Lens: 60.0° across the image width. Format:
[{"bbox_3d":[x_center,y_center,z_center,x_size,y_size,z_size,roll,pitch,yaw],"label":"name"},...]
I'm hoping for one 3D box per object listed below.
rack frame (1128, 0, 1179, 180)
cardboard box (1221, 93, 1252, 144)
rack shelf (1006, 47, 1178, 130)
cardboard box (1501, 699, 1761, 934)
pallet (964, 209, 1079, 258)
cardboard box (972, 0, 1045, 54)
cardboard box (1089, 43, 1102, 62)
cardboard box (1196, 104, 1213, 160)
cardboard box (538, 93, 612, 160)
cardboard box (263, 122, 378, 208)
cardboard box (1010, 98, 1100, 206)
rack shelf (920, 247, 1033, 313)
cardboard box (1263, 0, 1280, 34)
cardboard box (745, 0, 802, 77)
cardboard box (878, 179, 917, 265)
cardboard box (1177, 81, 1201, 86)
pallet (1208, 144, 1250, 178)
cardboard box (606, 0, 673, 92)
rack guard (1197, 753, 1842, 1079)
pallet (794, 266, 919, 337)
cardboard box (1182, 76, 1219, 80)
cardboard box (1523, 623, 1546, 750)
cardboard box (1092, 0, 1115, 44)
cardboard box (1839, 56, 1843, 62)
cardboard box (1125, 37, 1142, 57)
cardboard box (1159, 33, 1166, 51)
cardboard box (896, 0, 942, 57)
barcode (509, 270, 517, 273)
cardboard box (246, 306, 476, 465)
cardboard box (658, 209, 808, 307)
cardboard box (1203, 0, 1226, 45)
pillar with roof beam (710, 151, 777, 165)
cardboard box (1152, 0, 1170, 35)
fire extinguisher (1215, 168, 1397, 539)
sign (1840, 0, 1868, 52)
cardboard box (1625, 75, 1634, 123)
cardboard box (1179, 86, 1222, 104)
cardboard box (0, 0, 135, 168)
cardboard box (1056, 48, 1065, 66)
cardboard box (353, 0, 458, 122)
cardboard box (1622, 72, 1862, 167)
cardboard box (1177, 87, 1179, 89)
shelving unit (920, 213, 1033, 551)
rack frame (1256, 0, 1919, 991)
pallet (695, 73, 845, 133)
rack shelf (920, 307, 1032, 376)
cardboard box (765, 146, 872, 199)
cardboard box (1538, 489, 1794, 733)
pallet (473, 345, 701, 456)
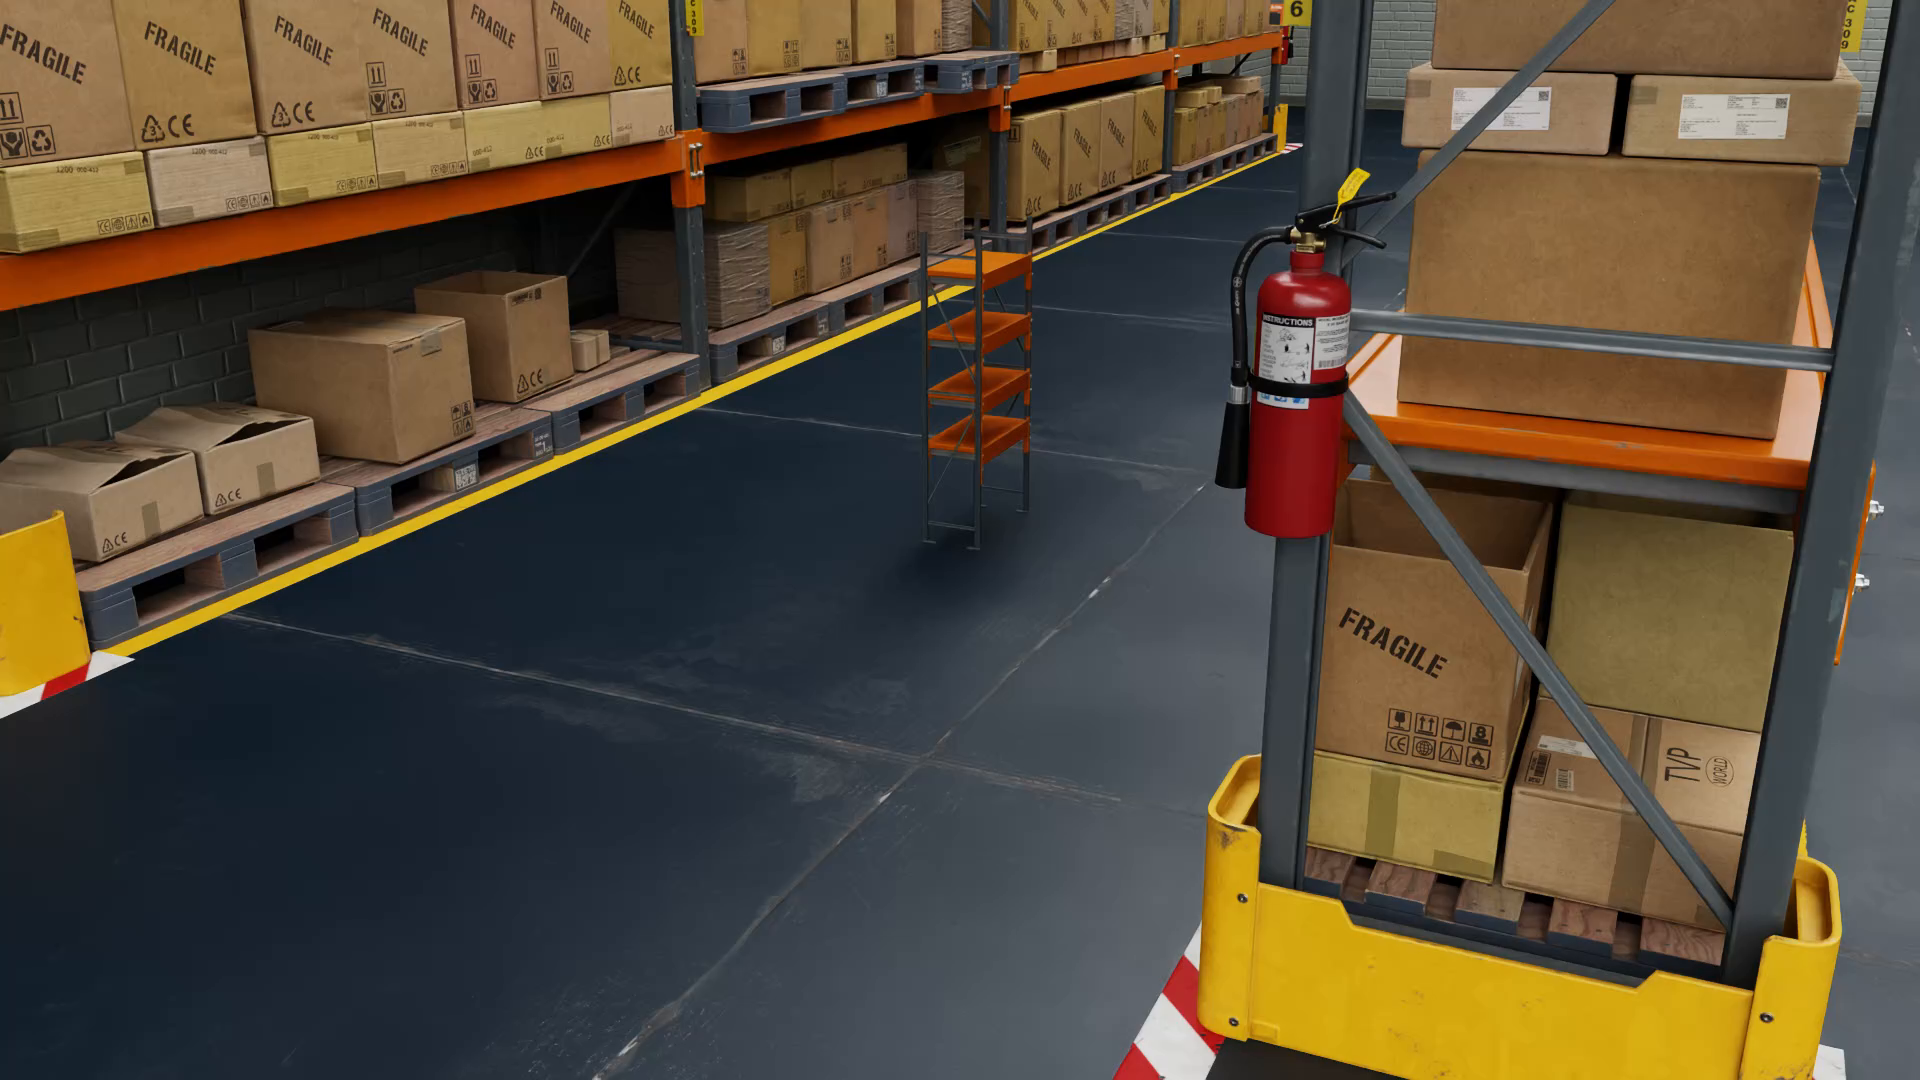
[{"bbox_3d":[1.495,-4.702,15.212,1.000,3.000,0.127,9,21,23],"label":"rack frame"},{"bbox_3d":[2.733,-4.564,17.929,0.700,0.500,0.500,8,21,23],"label":"cardboard box"},{"bbox_3d":[0.676,-3.751,13.614,1.077,0.370,4.000,9,21,23],"label":"rack shelf"},{"bbox_3d":[1.525,0.610,3.755,0.500,0.250,0.500,9,21,23],"label":"cardboard box"},{"bbox_3d":[0.249,-2.396,12.890,1.003,0.211,1.213,9,21,23],"label":"pallet"},{"bbox_3d":[0.290,-3.789,12.023,0.500,0.500,0.500,9,22,24],"label":"cardboard box"},{"bbox_3d":[0.936,-3.988,13.552,0.380,0.149,0.250,9,22,24],"label":"cardboard box"},{"bbox_3d":[2.104,-4.089,16.595,0.700,0.500,0.500,8,21,22],"label":"cardboard box"},{"bbox_3d":[-1.910,-1.857,7.408,0.500,0.250,0.500,9,21,23],"label":"cardboard box"},{"bbox_3d":[-2.515,-1.393,6.104,0.500,0.250,0.500,8,21,22],"label":"cardboard box"},{"bbox_3d":[0.643,-3.137,13.396,0.750,0.750,0.750,8,21,22],"label":"cardboard box"},{"bbox_3d":[0.068,-0.986,6.278,0.258,0.148,0.480,9,21,23],"label":"rack shelf"},{"bbox_3d":[2.934,-5.908,18.158,0.980,0.700,0.700,10,22,25],"label":"cardboard box"},{"bbox_3d":[-1.306,-2.831,9.147,0.700,0.500,0.500,11,22,28],"label":"cardboard box"},{"bbox_3d":[-0.707,-2.140,11.082,0.700,0.500,0.500,9,21,23],"label":"cardboard box"},{"bbox_3d":[2.289,-4.700,17.344,0.380,0.149,0.250,9,21,23],"label":"cardboard box"},{"bbox_3d":[2.376,-3.984,17.355,1.003,0.211,1.213,9,21,23],"label":"pallet"},{"bbox_3d":[-1.692,-2.361,7.706,0.500,0.500,0.500,8,21,23],"label":"cardboard box"},{"bbox_3d":[1.092,0.830,3.388,1.175,0.500,0.348,9,21,23],"label":"rack guard"},{"bbox_3d":[-0.965,-1.555,10.525,1.003,0.211,1.213,9,21,23],"label":"pallet"},{"bbox_3d":[2.600,-4.933,17.999,0.380,0.149,0.250,9,21,23],"label":"cardboard box"},{"bbox_3d":[1.246,0.384,4.389,0.500,0.250,0.500,9,21,23],"label":"cardboard box"},{"bbox_3d":[0.923,-4.259,13.346,0.500,0.500,0.500,9,22,24],"label":"cardboard box"},{"bbox_3d":[1.774,-1.032,3.776,0.380,0.149,0.250,8,21,22],"label":"cardboard box"},{"bbox_3d":[1.332,-4.208,14.170,0.380,0.149,0.250,9,21,23],"label":"cardboard box"},{"bbox_3d":[1.615,-4.450,14.851,0.380,0.149,0.250,9,21,23],"label":"cardboard box"},{"bbox_3d":[-0.530,-3.414,10.785,0.700,0.500,0.500,6,21,18],"label":"cardboard box"},{"bbox_3d":[-2.221,-1.304,8.256,0.001,0.075,0.075,9,21,23],"label":"barcode"},{"bbox_3d":[-2.474,-0.654,6.904,0.700,0.500,0.500,7,21,19],"label":"cardboard box"},{"bbox_3d":[-1.329,-1.678,9.784,0.700,0.500,0.500,8,21,22],"label":"cardboard box"},{"bbox_3d":[2.036,-5.229,16.247,0.980,0.700,0.700,8,21,21],"label":"cardboard box"},{"bbox_3d":[2.463,-5.436,8.324,9.100,9.000,0.400,9,21,23],"label":"pillar with roof beam"},{"bbox_3d":[1.536,-4.723,14.648,0.500,0.500,0.500,8,21,22],"label":"cardboard box"},{"bbox_3d":[0.630,-0.346,3.080,0.296,0.674,0.183,9,21,23],"label":"fire extinguisher"},{"bbox_3d":[3.247,-1.947,6.057,0.100,0.325,0.005,9,21,23],"label":"sign"},{"bbox_3d":[1.295,-1.009,3.711,0.380,0.149,0.250,8,21,22],"label":"cardboard box"},{"bbox_3d":[2.415,-4.481,16.728,0.380,0.149,0.250,8,21,21],"label":"cardboard box"},{"bbox_3d":[-2.949,-1.430,5.088,0.500,0.500,0.500,9,21,23],"label":"cardboard box"},{"bbox_3d":[0.590,-3.758,12.906,0.380,0.149,0.250,9,21,24],"label":"cardboard box"},{"bbox_3d":[-2.320,-1.896,6.399,0.500,0.500,0.500,9,22,24],"label":"cardboard box"},{"bbox_3d":[1.459,-0.798,3.118,0.380,0.149,0.250,8,21,22],"label":"cardboard box"},{"bbox_3d":[1.976,-4.467,16.688,0.380,0.149,0.250,8,21,21],"label":"cardboard box"},{"bbox_3d":[0.068,-0.616,6.410,0.258,1.200,0.503,9,21,23],"label":"shelving unit"},{"bbox_3d":[1.102,-0.355,2.989,1.000,3.000,0.127,9,21,23],"label":"rack frame"},{"bbox_3d":[-1.335,-2.379,8.969,1.003,0.211,1.213,9,21,23],"label":"pallet"},{"bbox_3d":[0.068,-0.763,6.358,0.258,0.148,0.480,9,21,23],"label":"rack shelf"},{"bbox_3d":[-0.887,-2.311,10.445,0.500,0.250,0.500,8,21,22],"label":"cardboard box"},{"bbox_3d":[1.728,0.103,4.060,0.500,0.500,0.500,9,21,23],"label":"cardboard box"},{"bbox_3d":[-2.023,-0.732,8.212,1.003,0.211,1.213,9,21,23],"label":"pallet"}]
